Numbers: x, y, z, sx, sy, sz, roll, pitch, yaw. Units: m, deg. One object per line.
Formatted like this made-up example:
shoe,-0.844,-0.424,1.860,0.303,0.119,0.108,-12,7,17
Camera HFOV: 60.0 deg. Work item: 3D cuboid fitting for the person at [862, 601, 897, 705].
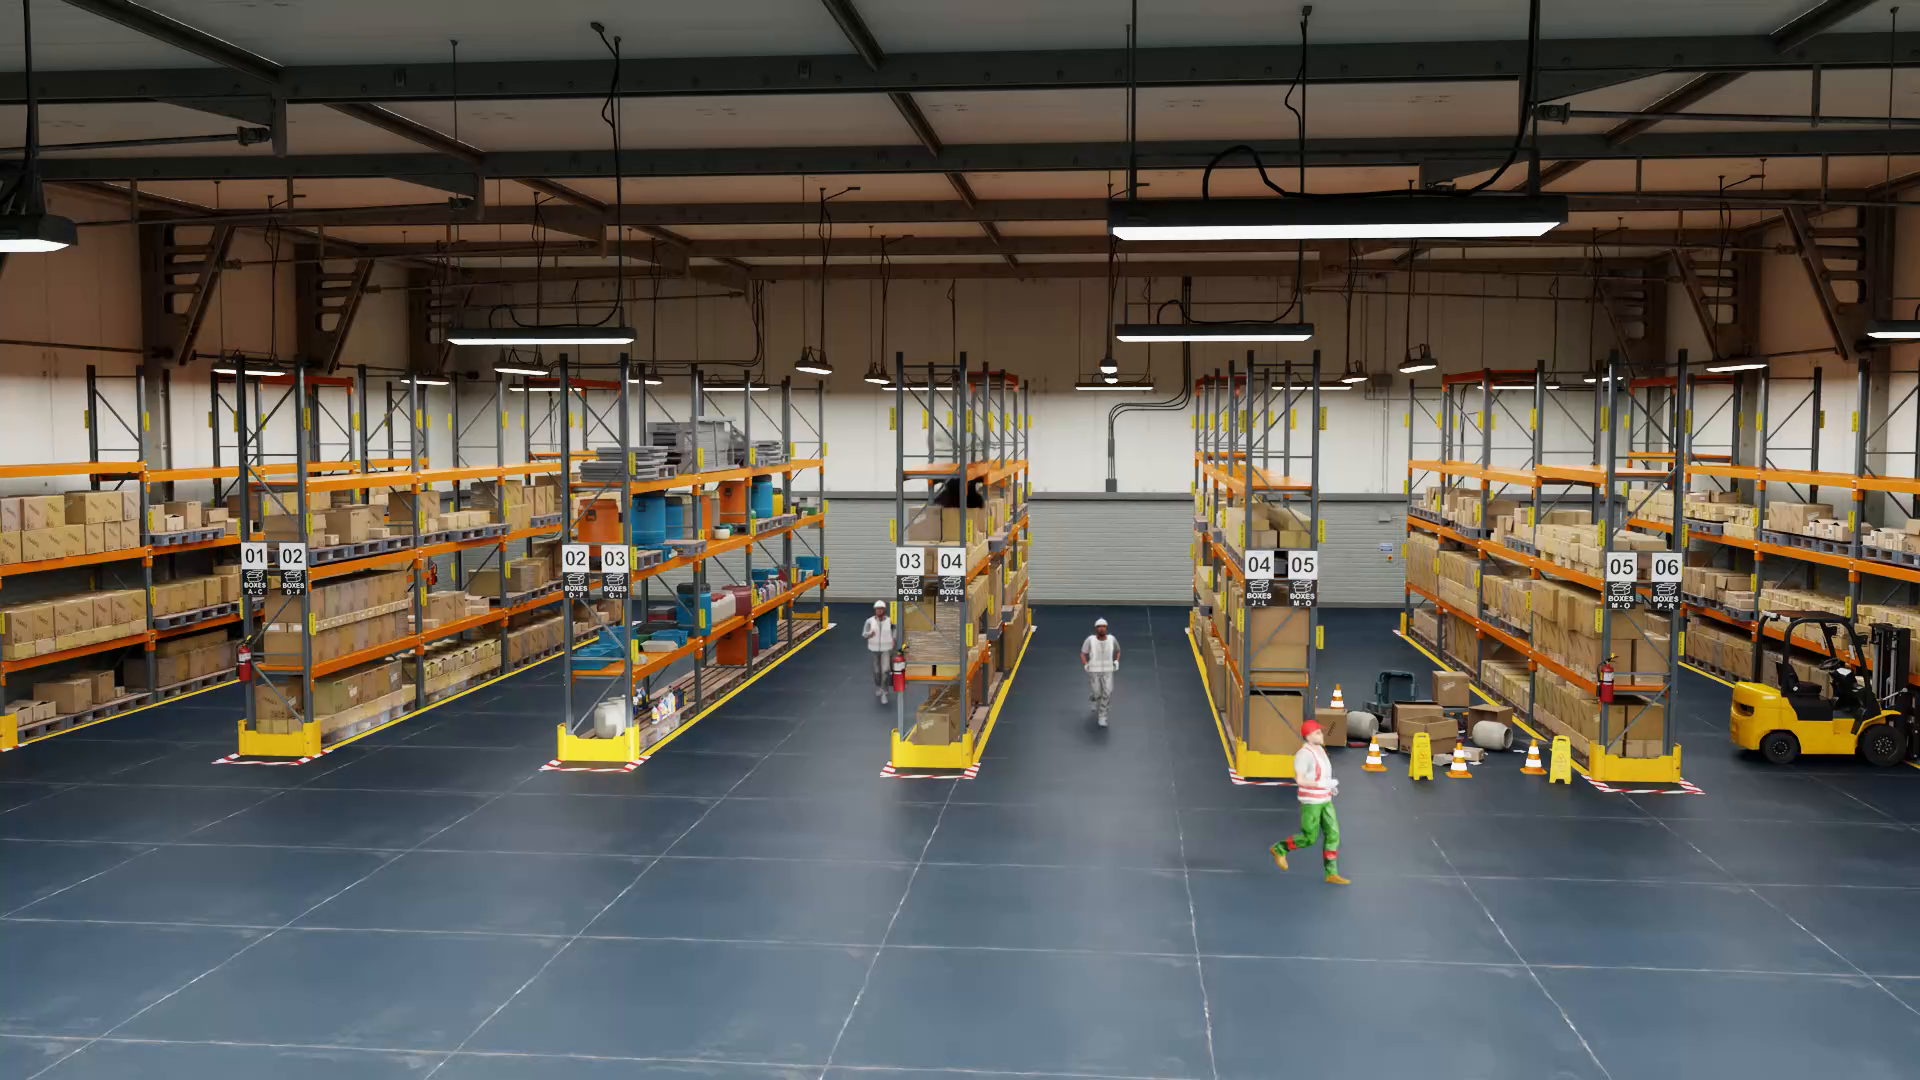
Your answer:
person,-1.428,1.986,29.770,0.647,1.812,0.837,0,4,2

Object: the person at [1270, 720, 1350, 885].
person,3.831,2.834,18.075,0.908,1.764,0.669,3,5,40

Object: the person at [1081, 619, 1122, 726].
person,2.356,2.180,27.650,0.693,1.743,0.717,0,4,-4
